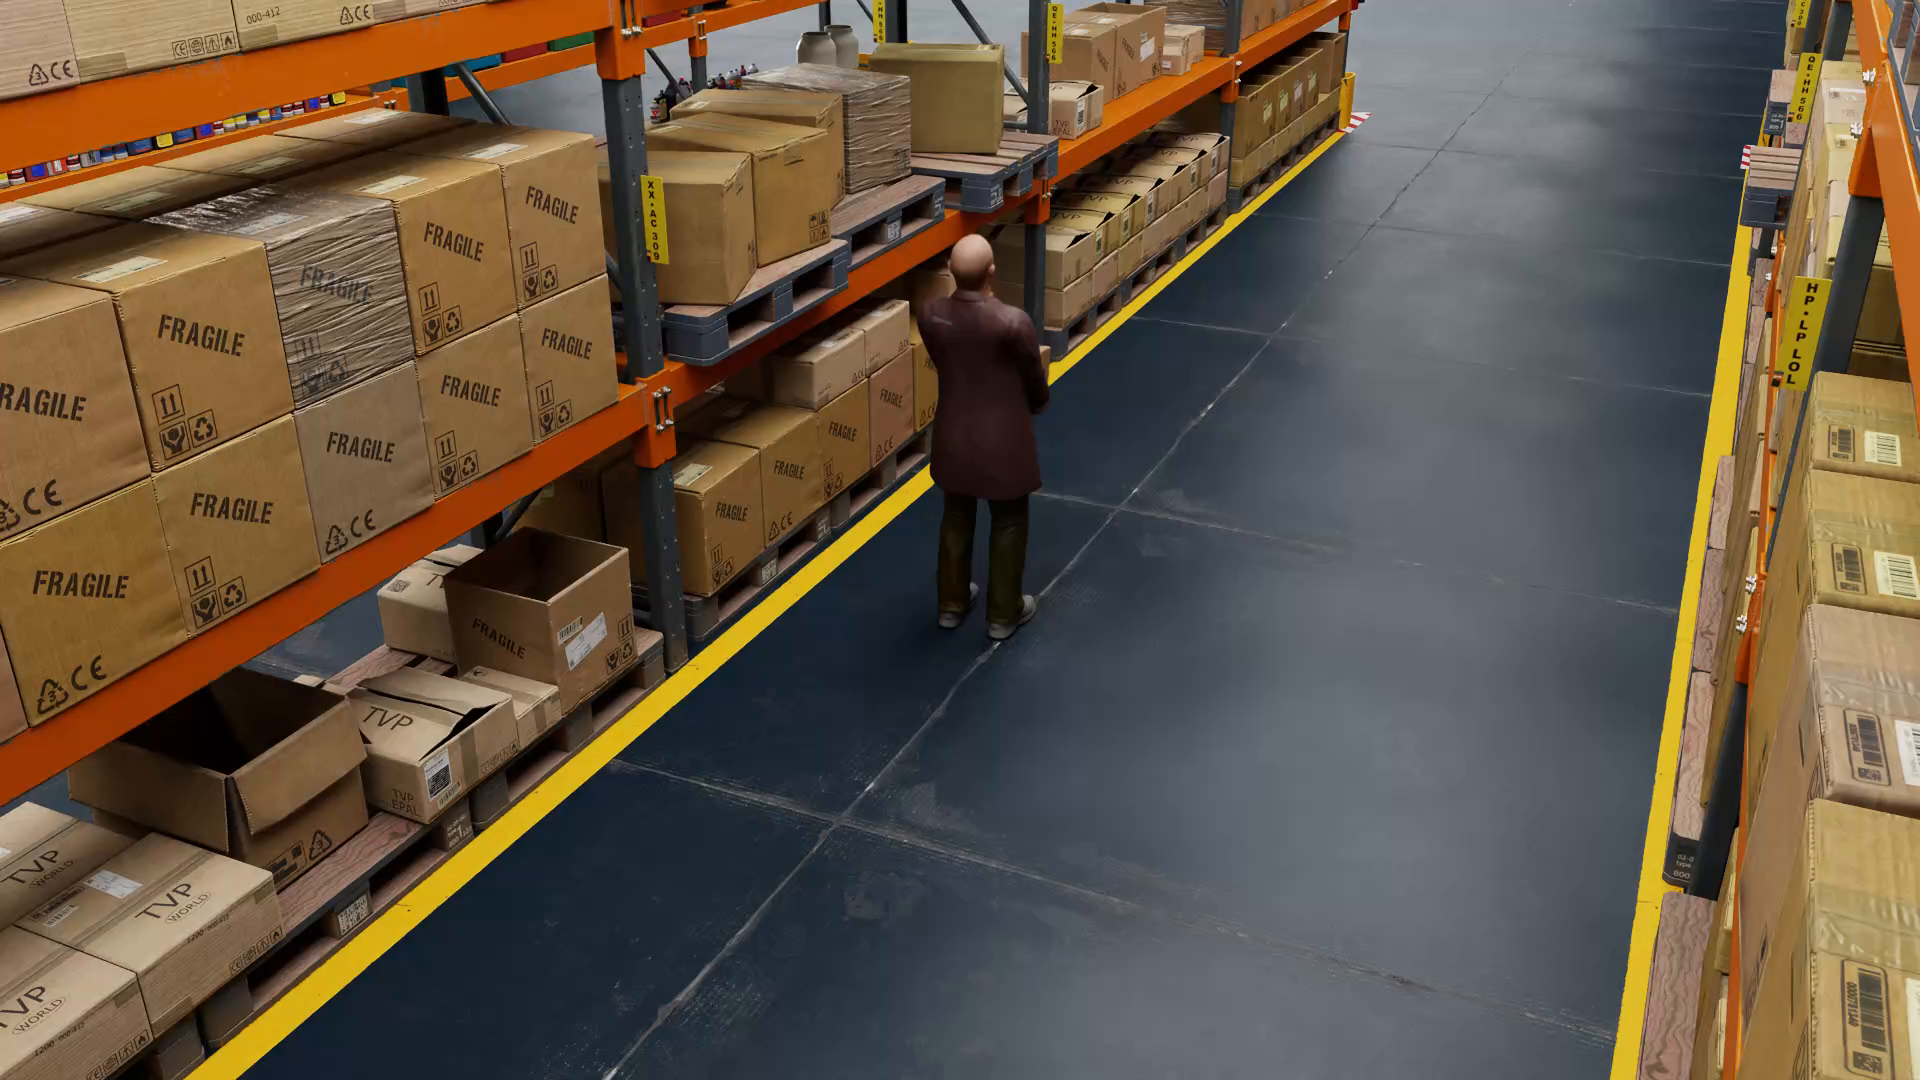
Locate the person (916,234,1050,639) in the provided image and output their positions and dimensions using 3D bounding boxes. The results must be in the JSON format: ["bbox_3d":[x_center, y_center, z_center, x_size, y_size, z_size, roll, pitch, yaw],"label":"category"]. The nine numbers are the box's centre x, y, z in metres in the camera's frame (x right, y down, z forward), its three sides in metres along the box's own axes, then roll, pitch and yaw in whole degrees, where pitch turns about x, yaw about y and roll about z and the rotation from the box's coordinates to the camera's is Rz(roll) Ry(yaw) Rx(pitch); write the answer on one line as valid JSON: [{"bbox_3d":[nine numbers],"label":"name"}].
[{"bbox_3d":[0.136,-0.476,7.122,0.529,1.772,0.561,12,28,23],"label":"person"}]
